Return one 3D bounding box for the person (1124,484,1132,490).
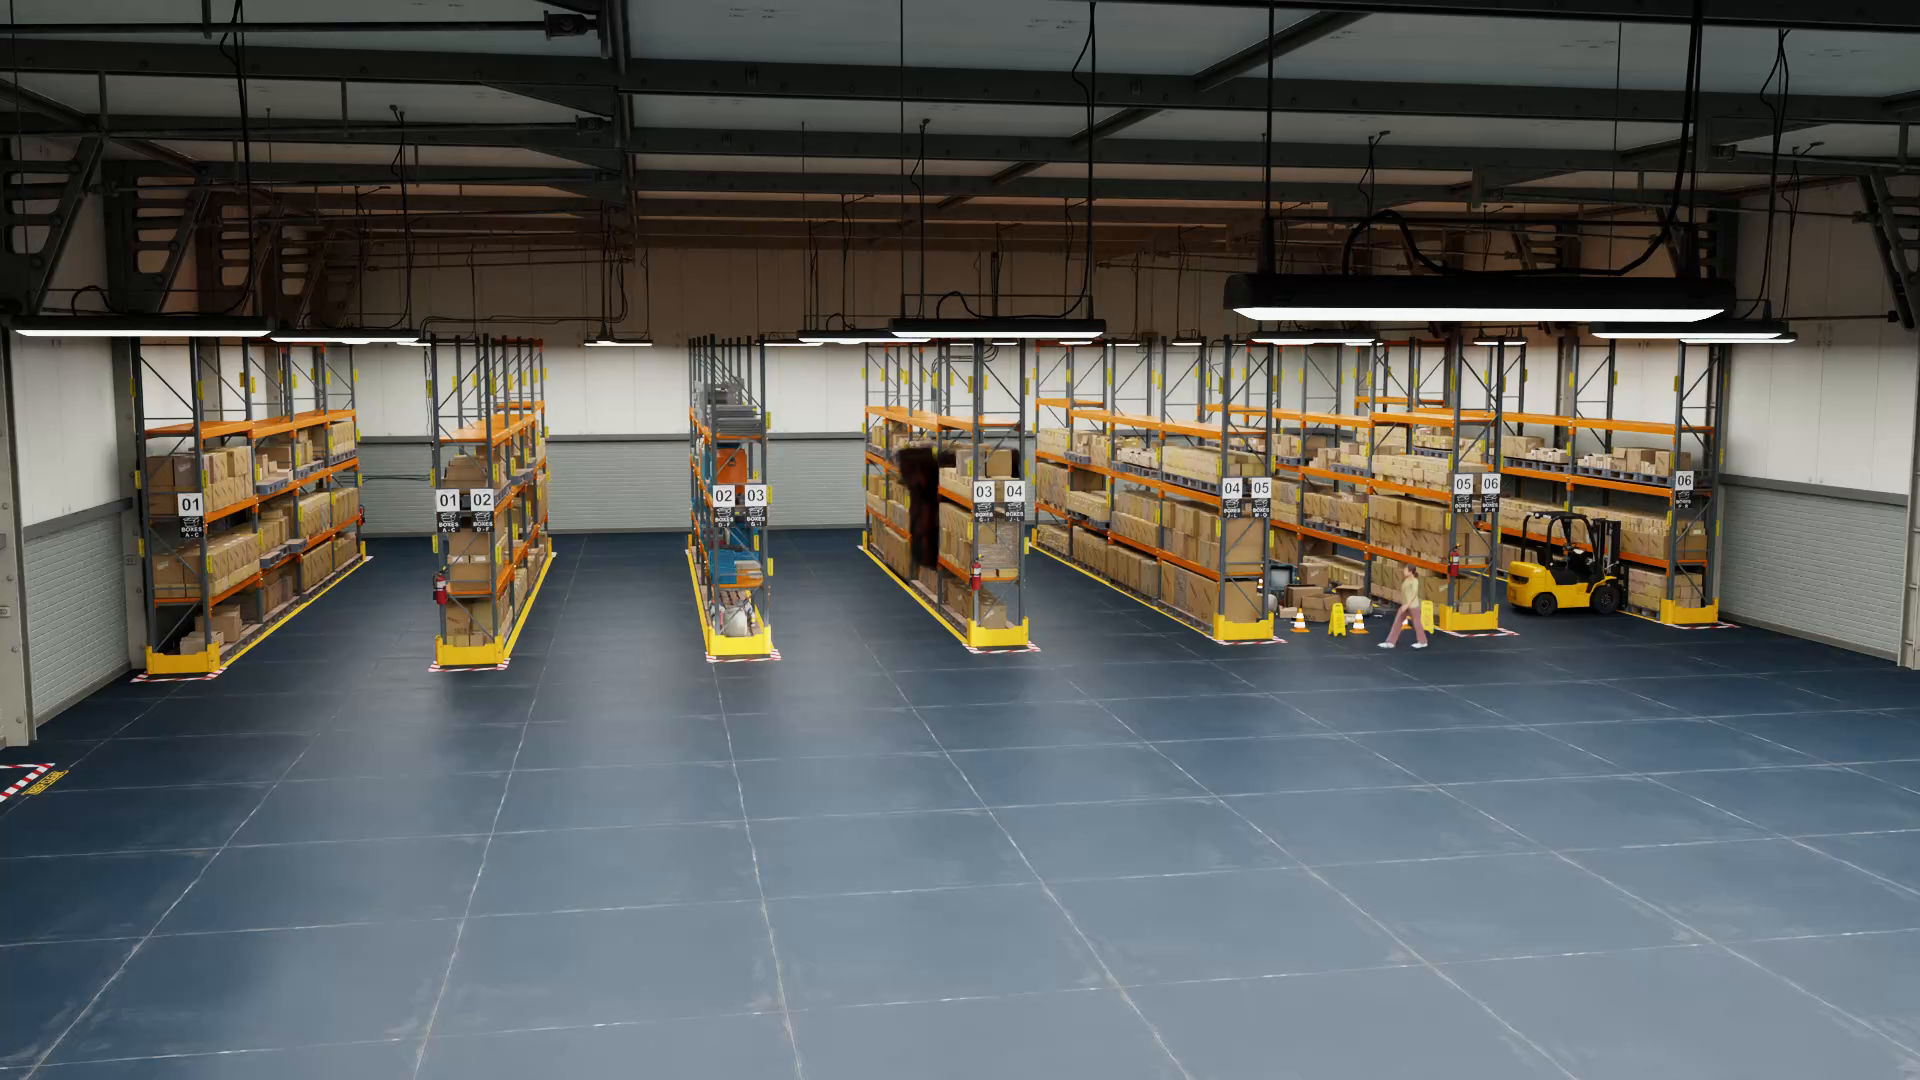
[{"bbox_3d":[4.915,-0.772,49.295,0.699,1.809,0.593,-3,7,-25],"label":"person"}]

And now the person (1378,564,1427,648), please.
[{"bbox_3d":[8.512,1.267,31.684,0.969,1.622,0.449,-3,7,-24],"label":"person"}]
